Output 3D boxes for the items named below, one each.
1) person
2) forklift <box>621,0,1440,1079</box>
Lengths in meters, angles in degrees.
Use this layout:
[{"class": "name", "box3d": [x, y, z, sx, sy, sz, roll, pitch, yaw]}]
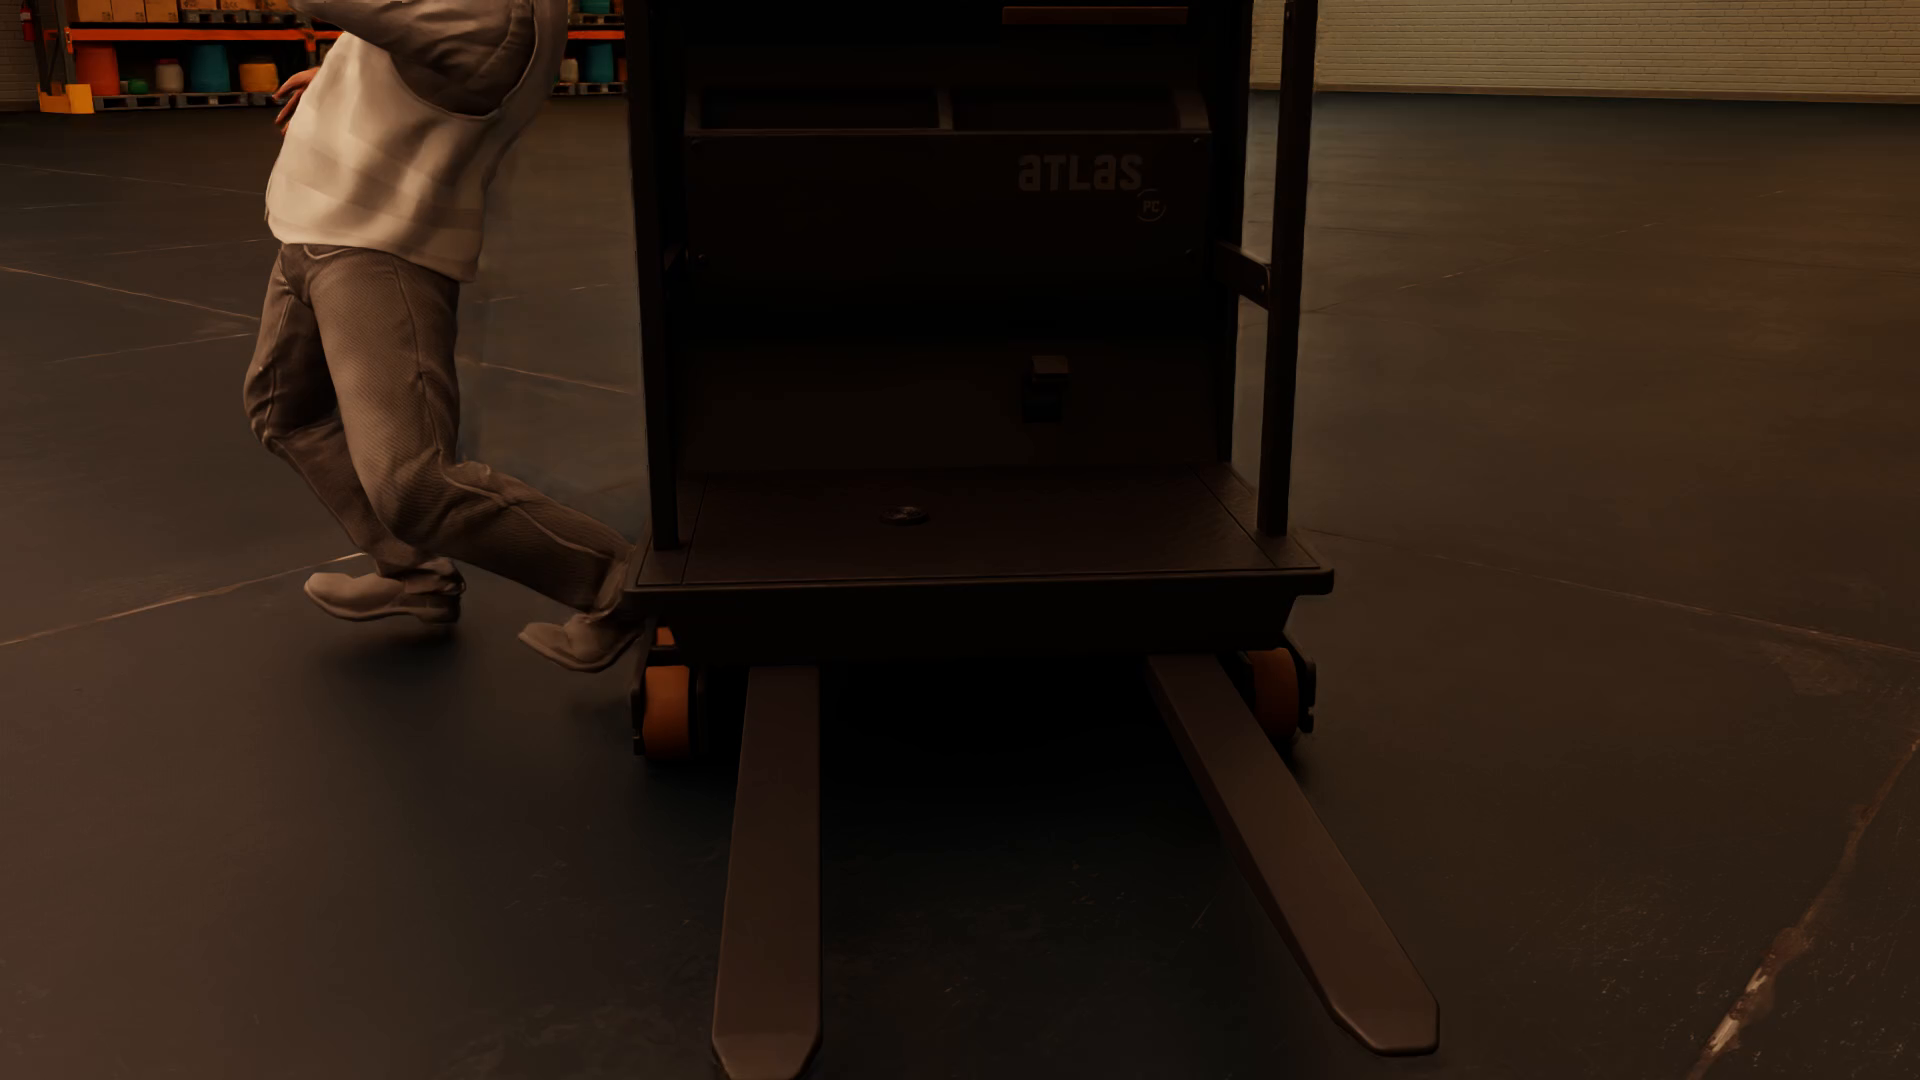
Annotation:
[{"class": "person", "box3d": [-1.035, -0.536, 3.053, 0.727, 1.501, 1.018, -9, 19, -28]}, {"class": "forklift", "box3d": [-0.001, -1.136, 2.637, 1.130, 2.935, 3.031, -1, 17, -5]}]
